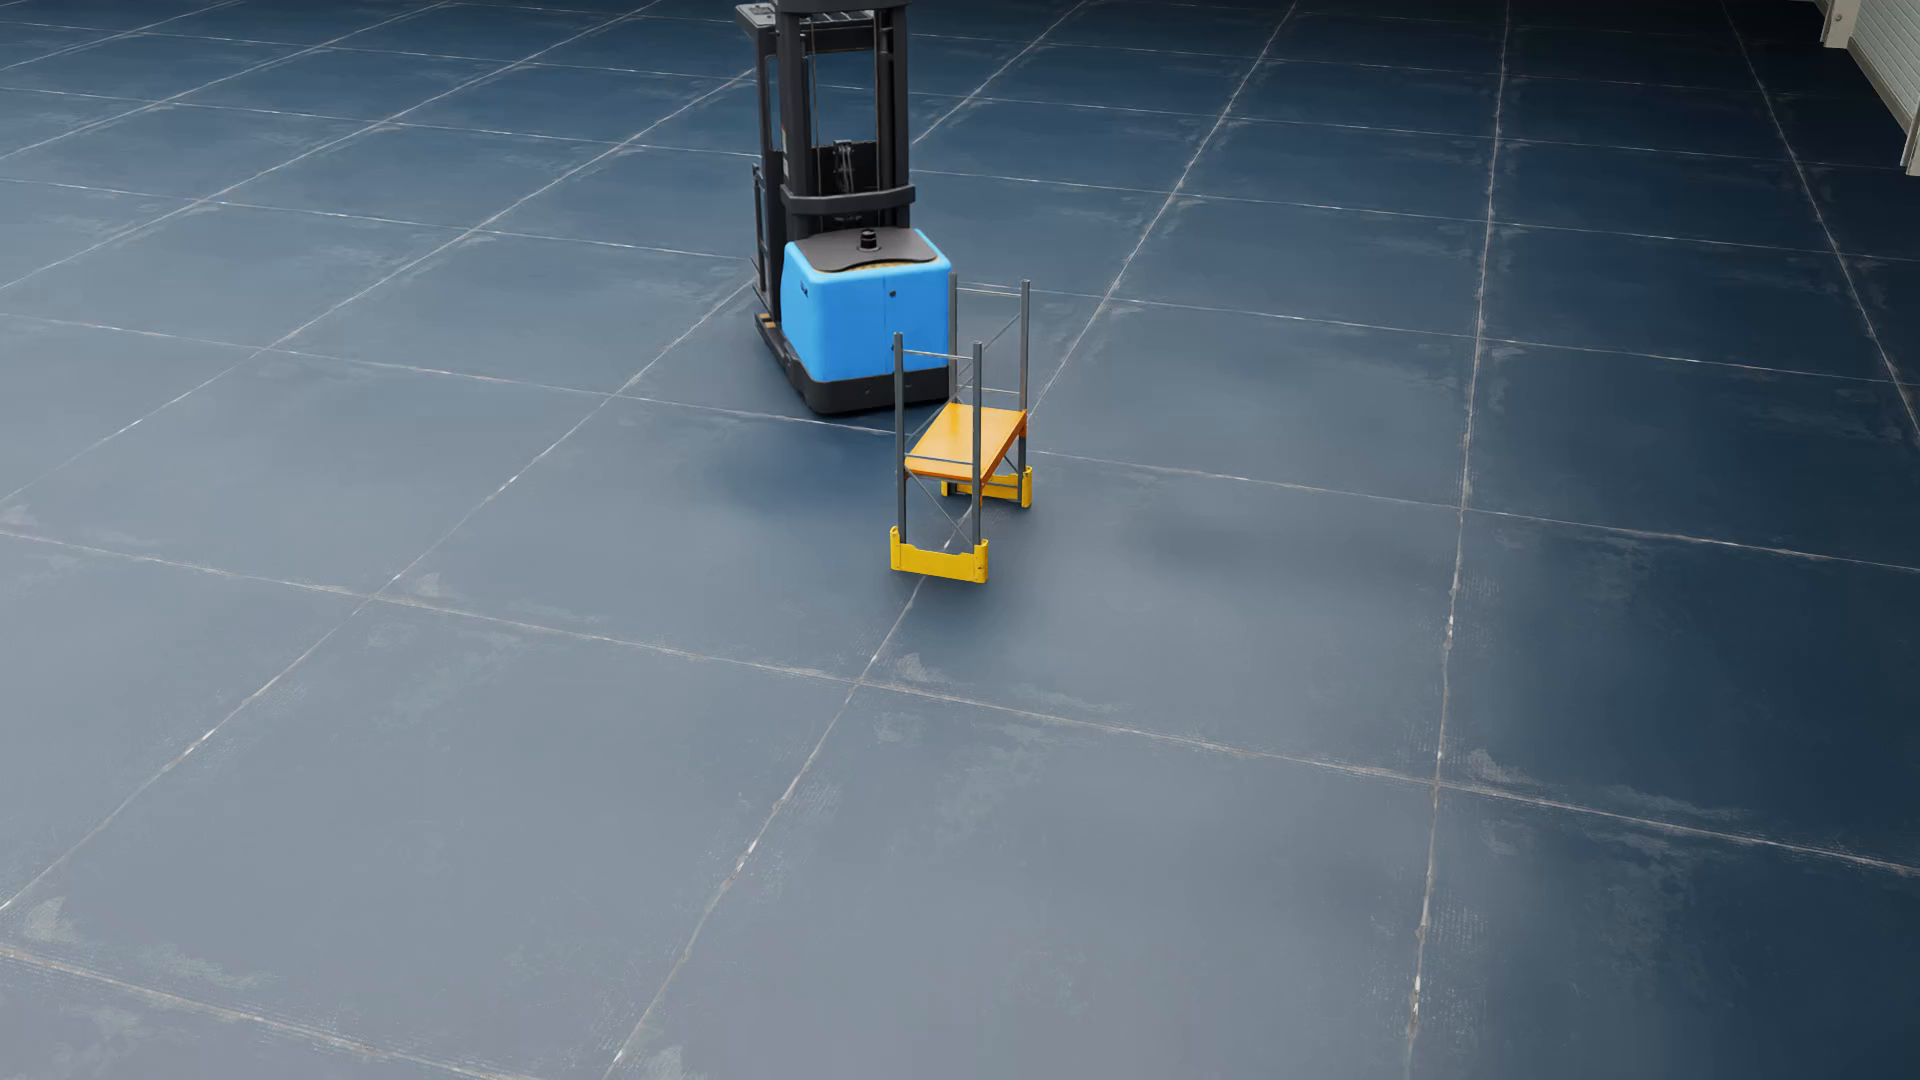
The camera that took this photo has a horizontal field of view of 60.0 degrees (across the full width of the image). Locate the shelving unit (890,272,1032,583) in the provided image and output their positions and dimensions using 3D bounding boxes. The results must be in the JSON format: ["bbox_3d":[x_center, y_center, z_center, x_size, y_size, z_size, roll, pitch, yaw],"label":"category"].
[{"bbox_3d":[0.022,-0.691,9.949,0.587,1.500,1.083,8,30,15],"label":"shelving unit"}]

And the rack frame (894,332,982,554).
[{"bbox_3d":[-0.124,-0.459,9.532,0.500,1.500,0.032,8,30,15],"label":"rack frame"}]

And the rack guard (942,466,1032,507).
[{"bbox_3d":[0.169,-0.376,10.669,0.587,0.250,0.087,8,30,15],"label":"rack guard"}]

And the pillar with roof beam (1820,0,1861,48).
[{"bbox_3d":[7.492,-11.123,20.987,9.100,9.000,0.400,8,30,15],"label":"pillar with roof beam"}]

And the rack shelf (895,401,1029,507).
[{"bbox_3d":[0.025,-0.538,10.044,0.538,0.185,1.000,8,30,15],"label":"rack shelf"}]

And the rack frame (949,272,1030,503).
[{"bbox_3d":[0.174,-0.931,10.381,0.500,1.500,0.032,8,30,15],"label":"rack frame"}]

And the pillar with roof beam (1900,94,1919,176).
[{"bbox_3d":[5.731,-8.334,15.975,9.100,9.000,0.400,8,30,15],"label":"pillar with roof beam"}]

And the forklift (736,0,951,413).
[{"bbox_3d":[-0.987,-2.874,12.401,1.130,2.935,3.031,-9,30,-16],"label":"forklift"}]

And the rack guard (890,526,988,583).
[{"bbox_3d":[-0.124,0.087,9.837,0.587,0.250,0.087,8,30,15],"label":"rack guard"}]
